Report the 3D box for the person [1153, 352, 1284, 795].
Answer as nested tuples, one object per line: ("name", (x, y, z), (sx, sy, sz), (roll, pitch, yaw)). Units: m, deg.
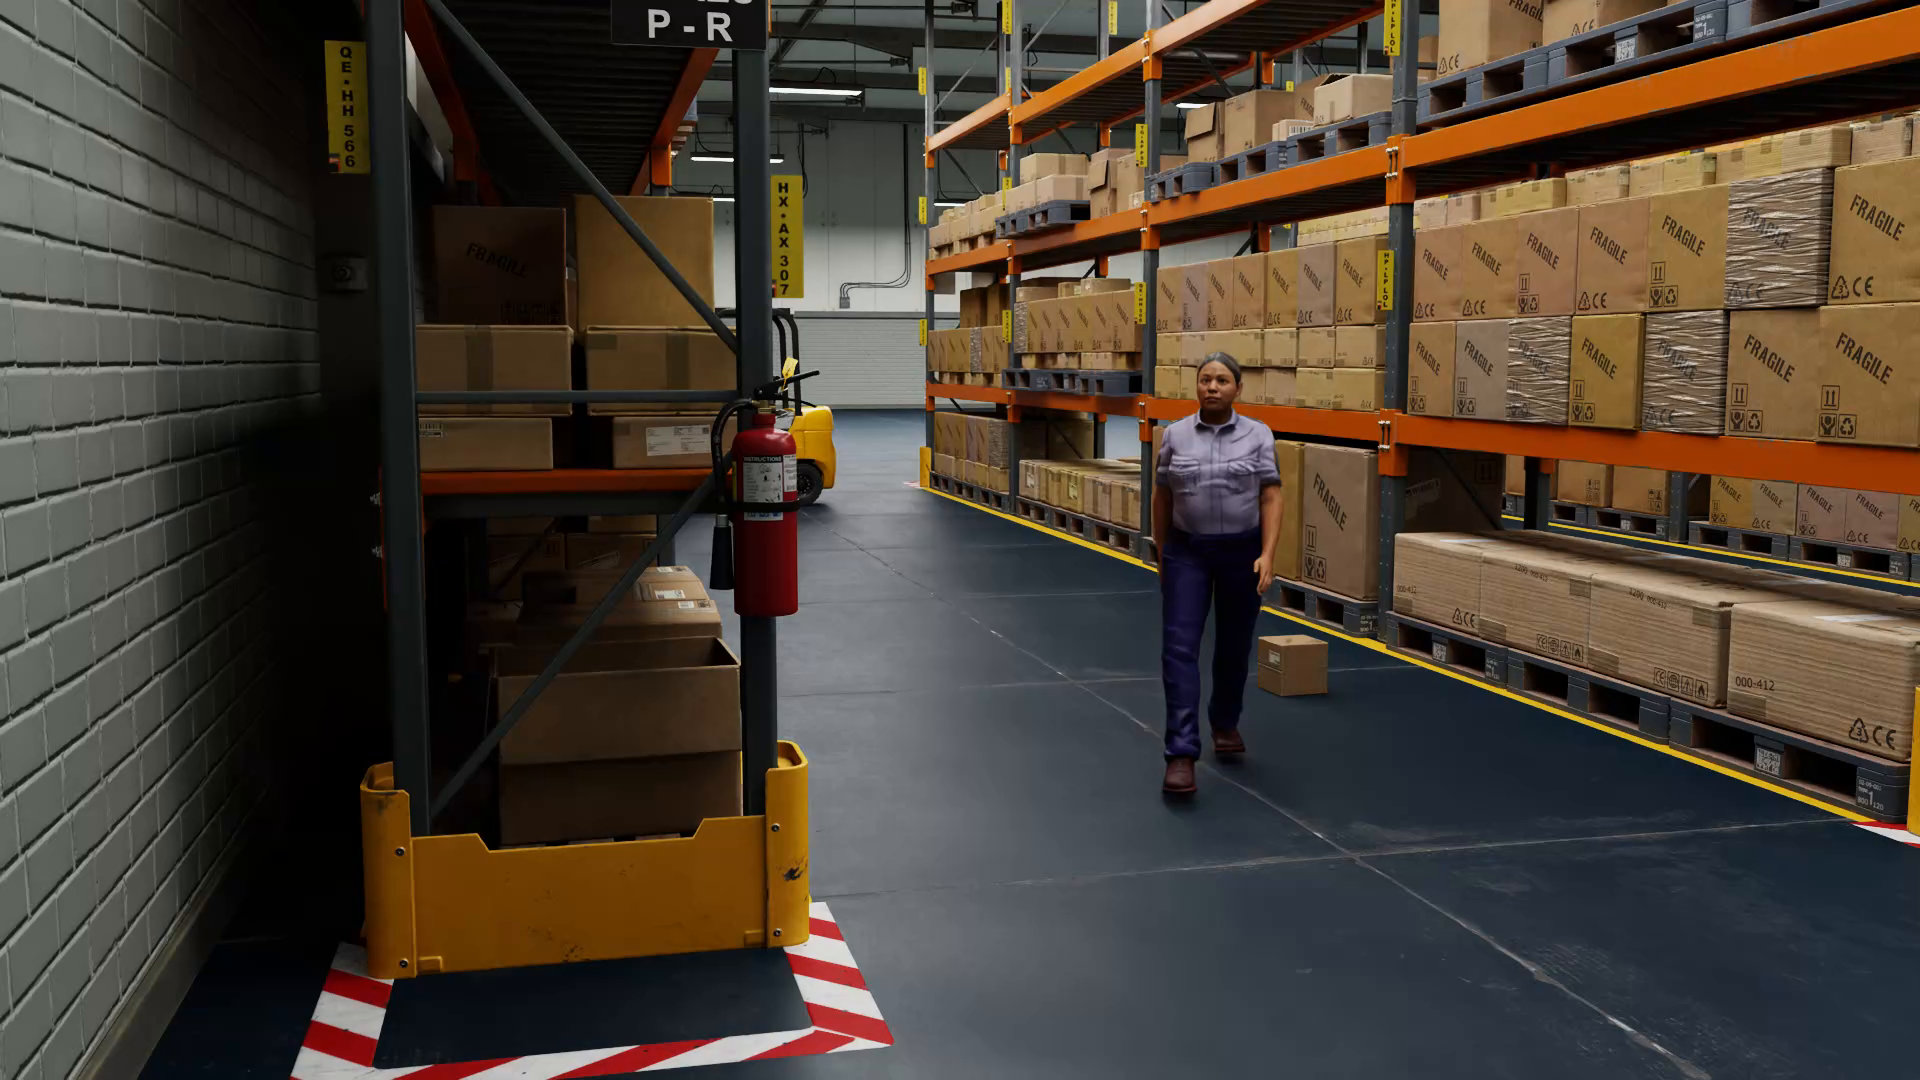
("person", (0.976, 0.087, 6.316), (0.495, 1.595, 0.972), (1, 6, 8))
